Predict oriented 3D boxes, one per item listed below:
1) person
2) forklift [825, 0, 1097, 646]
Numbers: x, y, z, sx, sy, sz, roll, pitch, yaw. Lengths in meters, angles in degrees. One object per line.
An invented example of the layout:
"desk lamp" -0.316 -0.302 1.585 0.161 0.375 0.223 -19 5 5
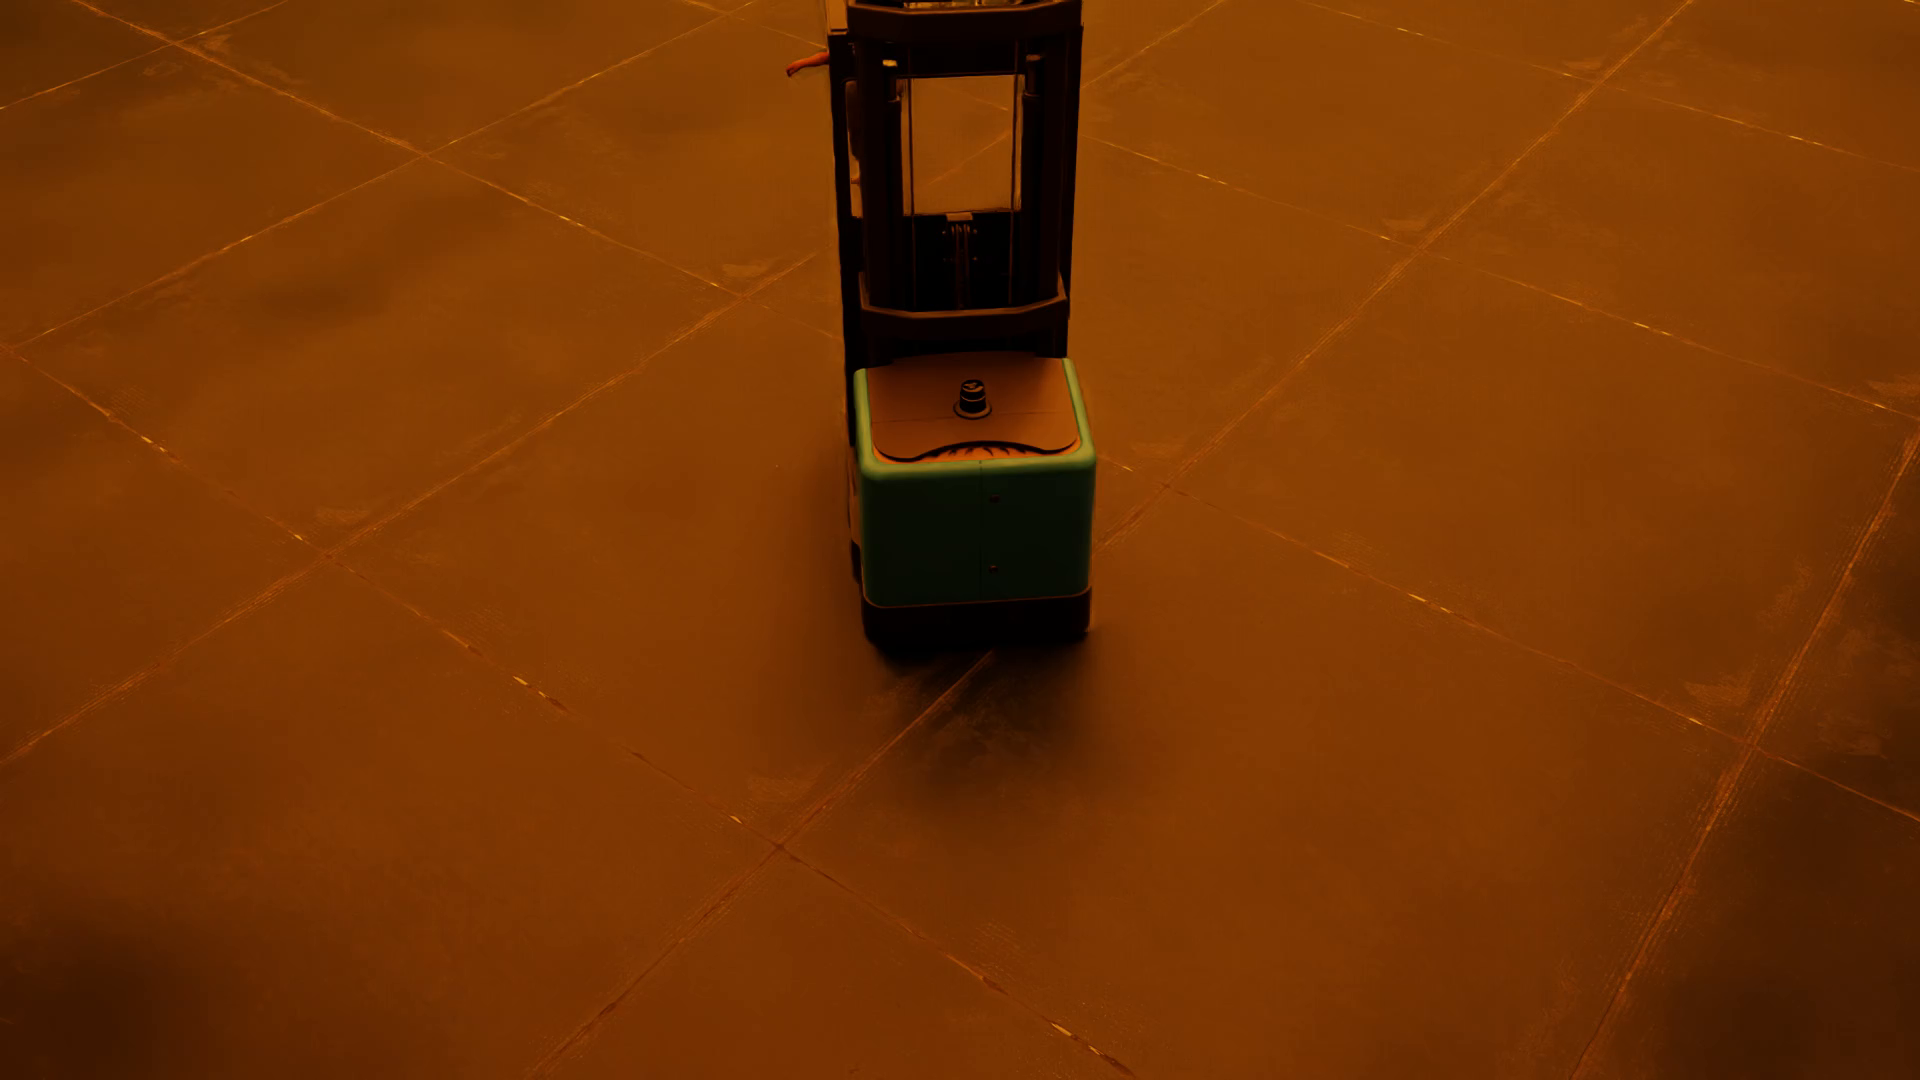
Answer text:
"person" -0.591 -2.864 10.477 0.608 1.676 0.915 31 50 31
"forklift" -0.043 -1.574 7.920 1.130 2.935 3.031 -3 41 -4
